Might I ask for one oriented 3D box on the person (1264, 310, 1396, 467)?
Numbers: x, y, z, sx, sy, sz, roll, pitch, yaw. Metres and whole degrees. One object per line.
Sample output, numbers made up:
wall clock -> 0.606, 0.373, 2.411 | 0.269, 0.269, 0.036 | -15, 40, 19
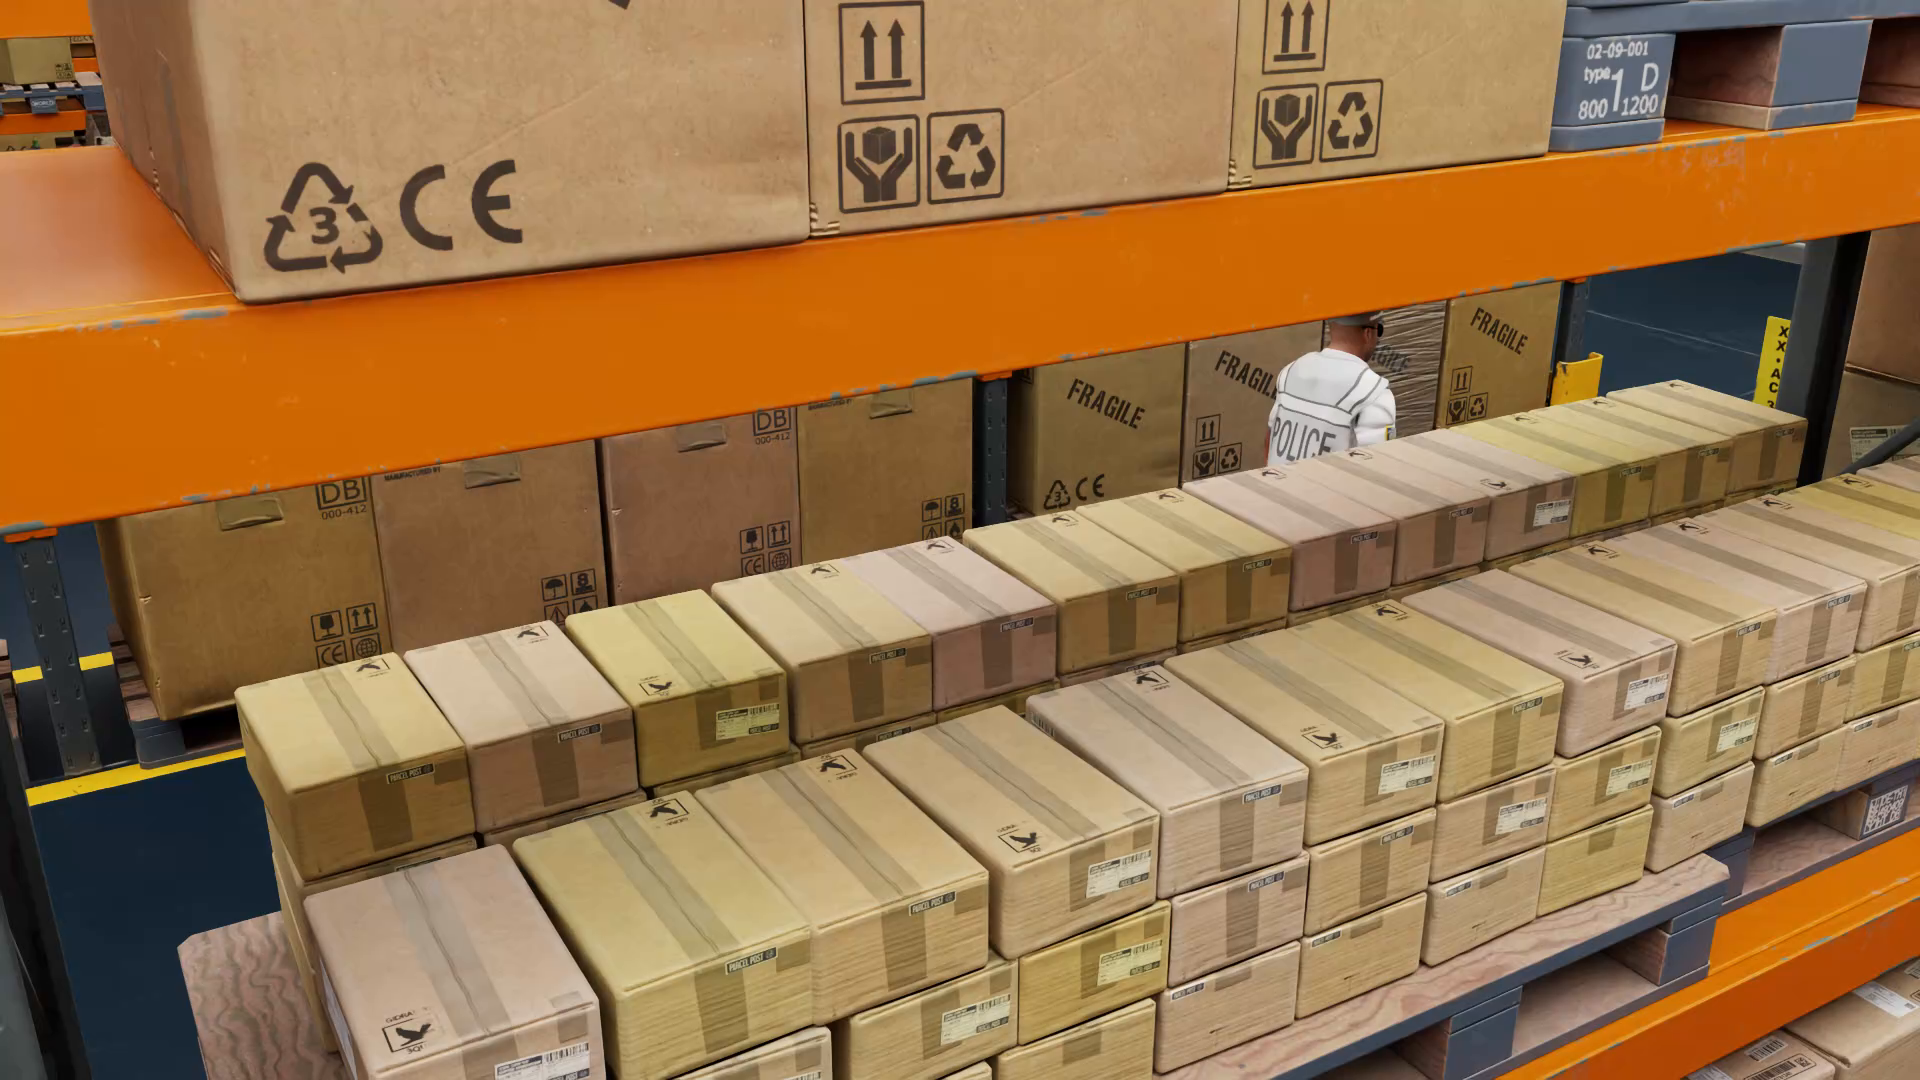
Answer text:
person -> 1.371, -0.058, 6.221 | 0.435, 1.748, 0.606 | -14, 26, -31
